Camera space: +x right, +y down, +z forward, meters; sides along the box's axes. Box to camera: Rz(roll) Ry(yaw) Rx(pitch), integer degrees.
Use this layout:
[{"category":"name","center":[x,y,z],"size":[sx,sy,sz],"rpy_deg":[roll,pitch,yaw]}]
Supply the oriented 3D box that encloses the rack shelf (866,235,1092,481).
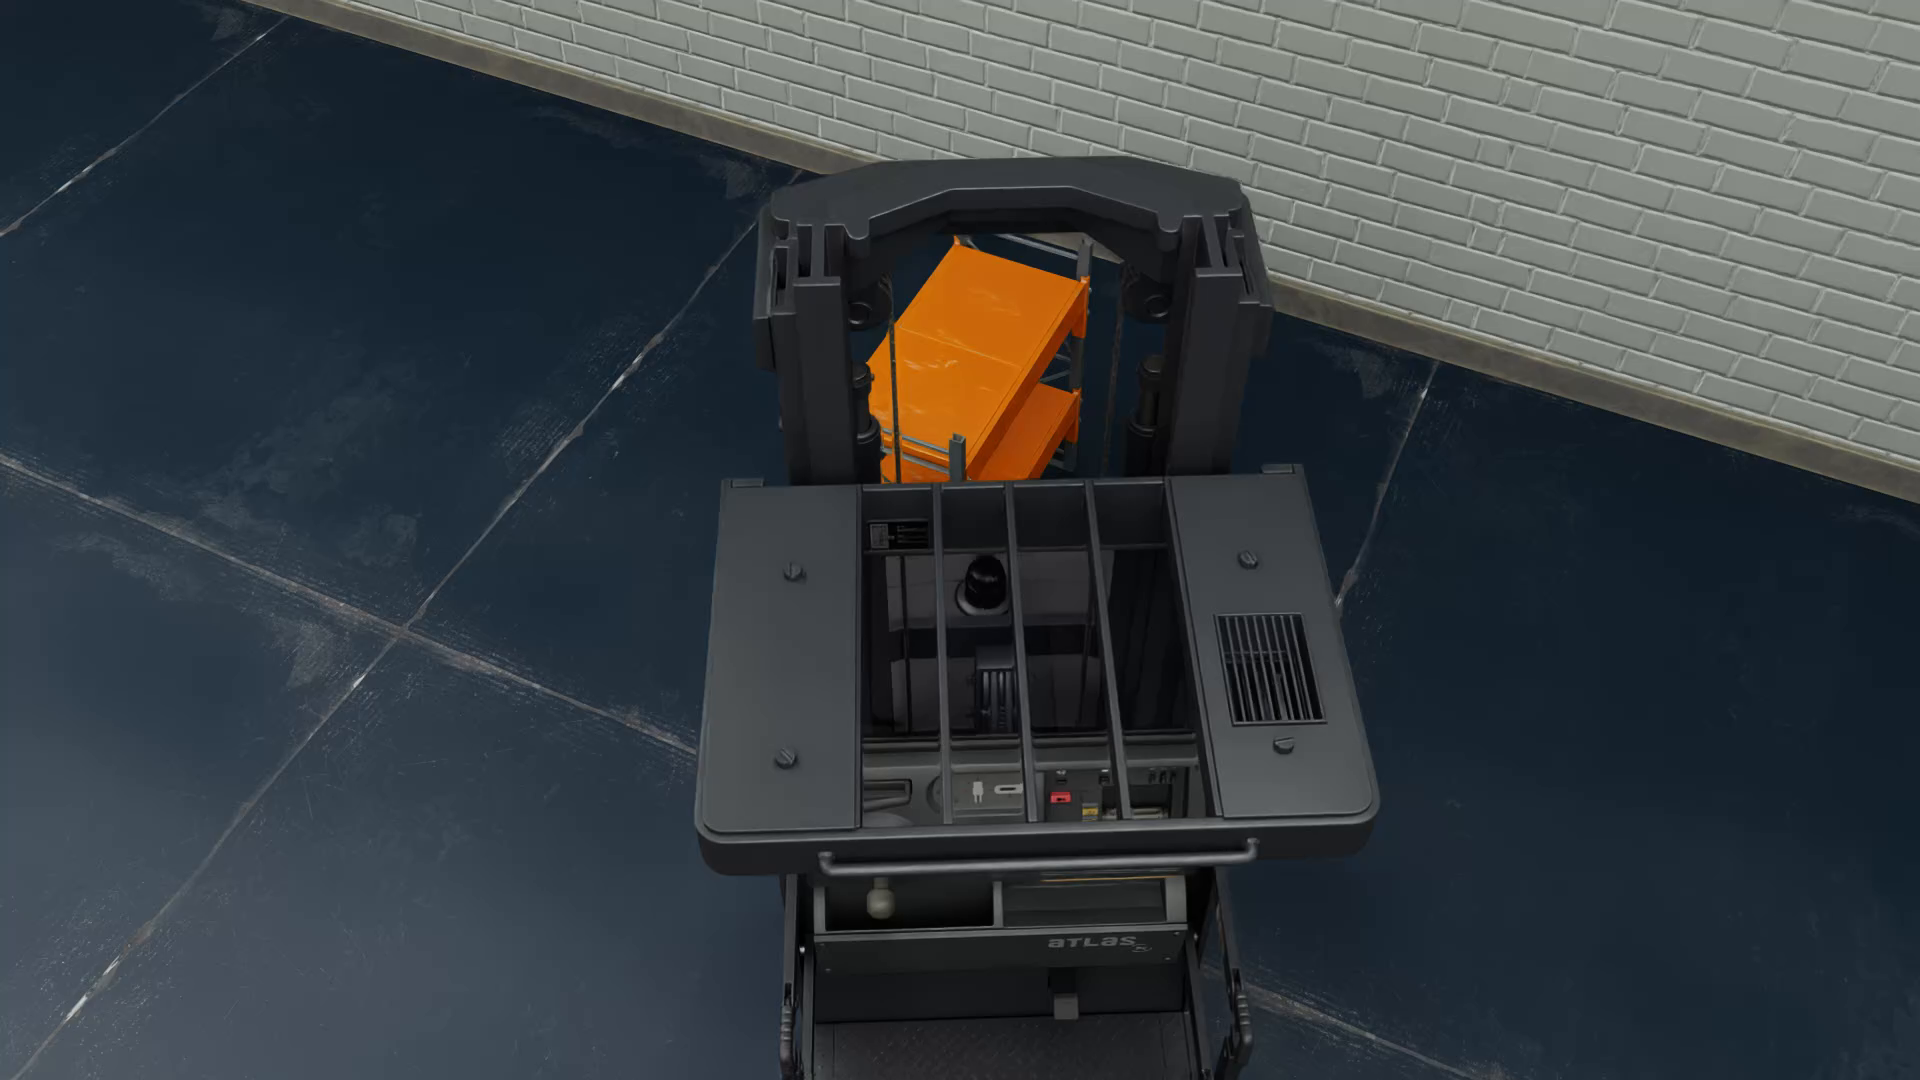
[{"category":"rack shelf","center":[0.003,-0.559,5.603],"size":[0.538,0.278,1.000],"rpy_deg":[20,52,16]}]

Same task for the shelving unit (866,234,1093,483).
[{"category":"shelving unit","center":[0.003,-0.369,5.826],"size":[0.538,1.125,1.048],"rpy_deg":[20,52,16]}]

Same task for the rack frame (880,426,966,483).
[{"category":"rack frame","center":[-0.214,-0.019,5.528],"size":[0.500,1.125,0.032],"rpy_deg":[20,52,16]}]

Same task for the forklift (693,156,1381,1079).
[{"category":"forklift","center":[0.110,0.770,3.670],"size":[1.130,2.935,3.031],"rpy_deg":[-2,50,-1]}]

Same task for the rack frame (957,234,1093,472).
[{"category":"rack frame","center":[0.220,-0.719,6.123],"size":[0.500,1.125,0.032],"rpy_deg":[20,52,16]}]

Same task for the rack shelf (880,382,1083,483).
[{"category":"rack shelf","center":[0.003,-0.211,6.012],"size":[0.538,0.278,1.000],"rpy_deg":[20,52,16]}]
